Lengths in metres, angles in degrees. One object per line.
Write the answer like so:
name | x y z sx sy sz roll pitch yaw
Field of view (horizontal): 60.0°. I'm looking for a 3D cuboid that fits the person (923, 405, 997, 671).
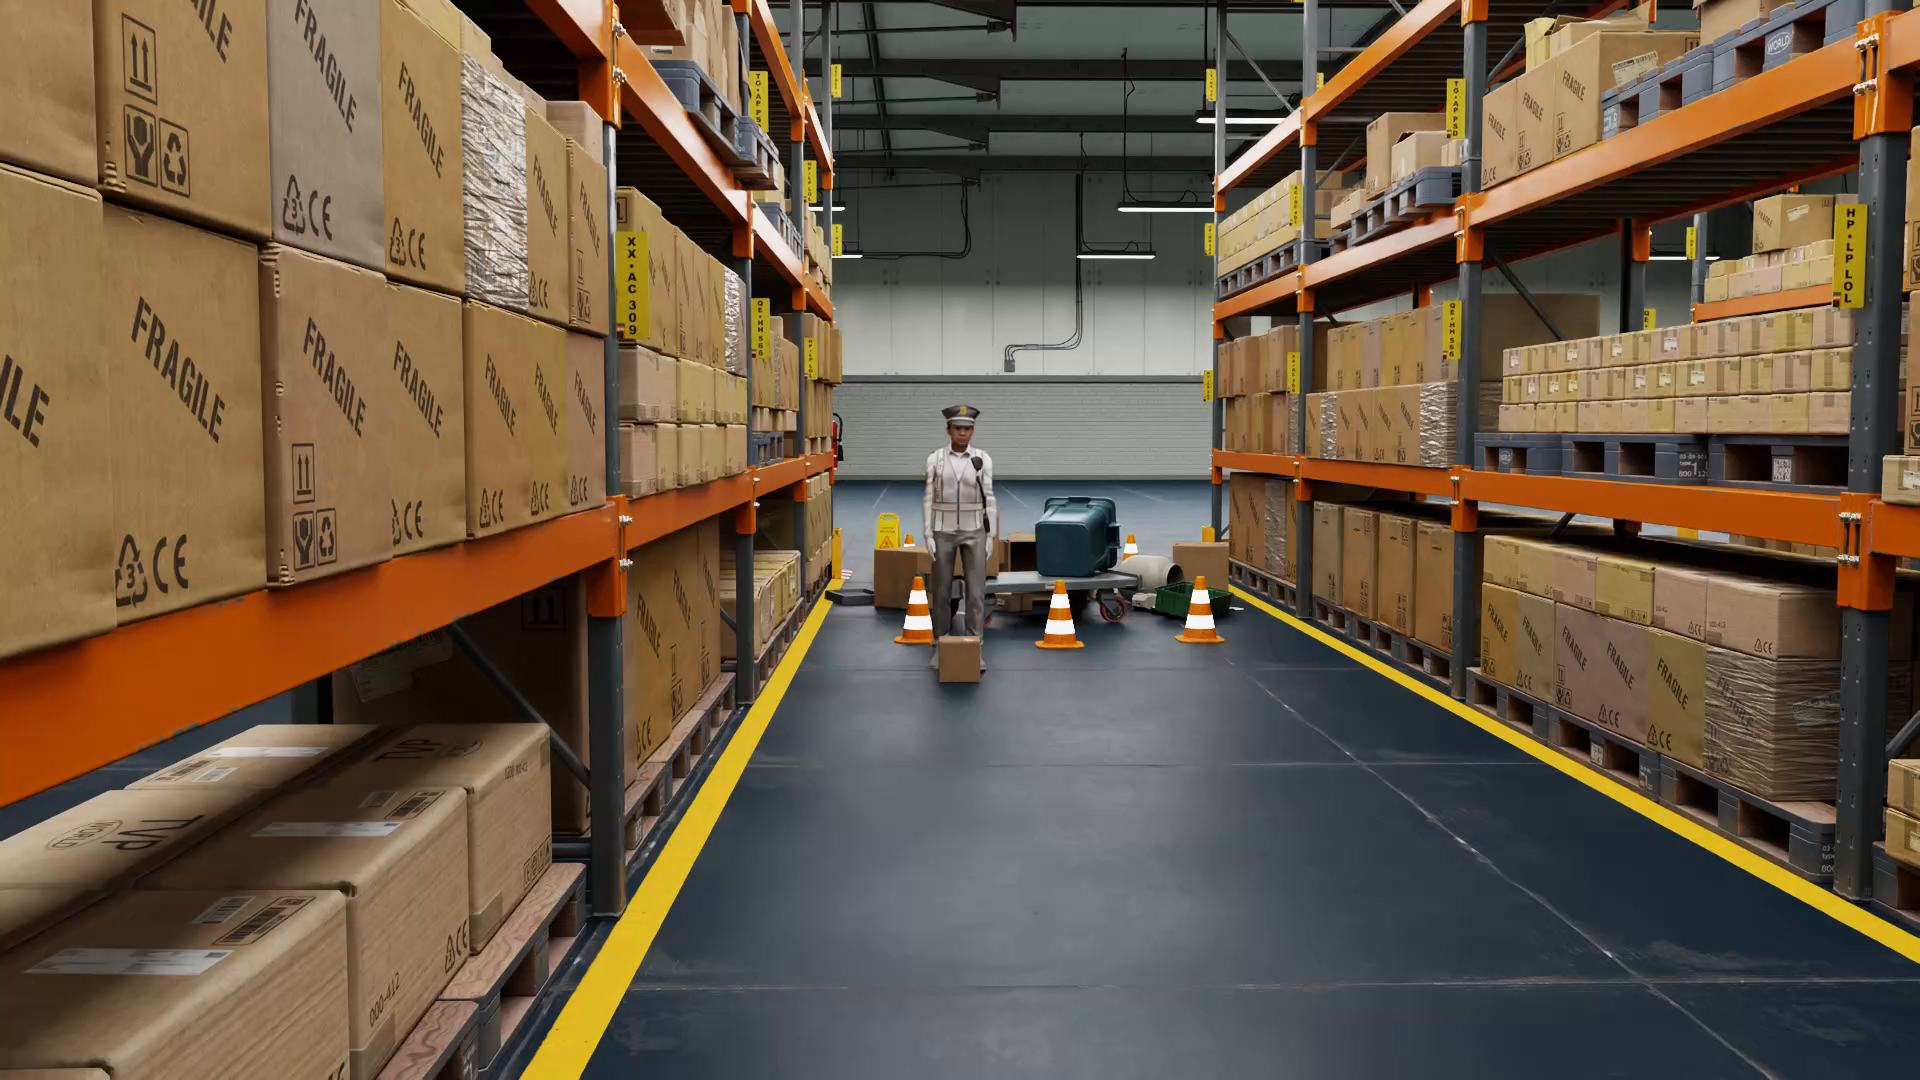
person | -0.001 -0.009 10.594 0.474 1.698 0.431 0 4 -1
